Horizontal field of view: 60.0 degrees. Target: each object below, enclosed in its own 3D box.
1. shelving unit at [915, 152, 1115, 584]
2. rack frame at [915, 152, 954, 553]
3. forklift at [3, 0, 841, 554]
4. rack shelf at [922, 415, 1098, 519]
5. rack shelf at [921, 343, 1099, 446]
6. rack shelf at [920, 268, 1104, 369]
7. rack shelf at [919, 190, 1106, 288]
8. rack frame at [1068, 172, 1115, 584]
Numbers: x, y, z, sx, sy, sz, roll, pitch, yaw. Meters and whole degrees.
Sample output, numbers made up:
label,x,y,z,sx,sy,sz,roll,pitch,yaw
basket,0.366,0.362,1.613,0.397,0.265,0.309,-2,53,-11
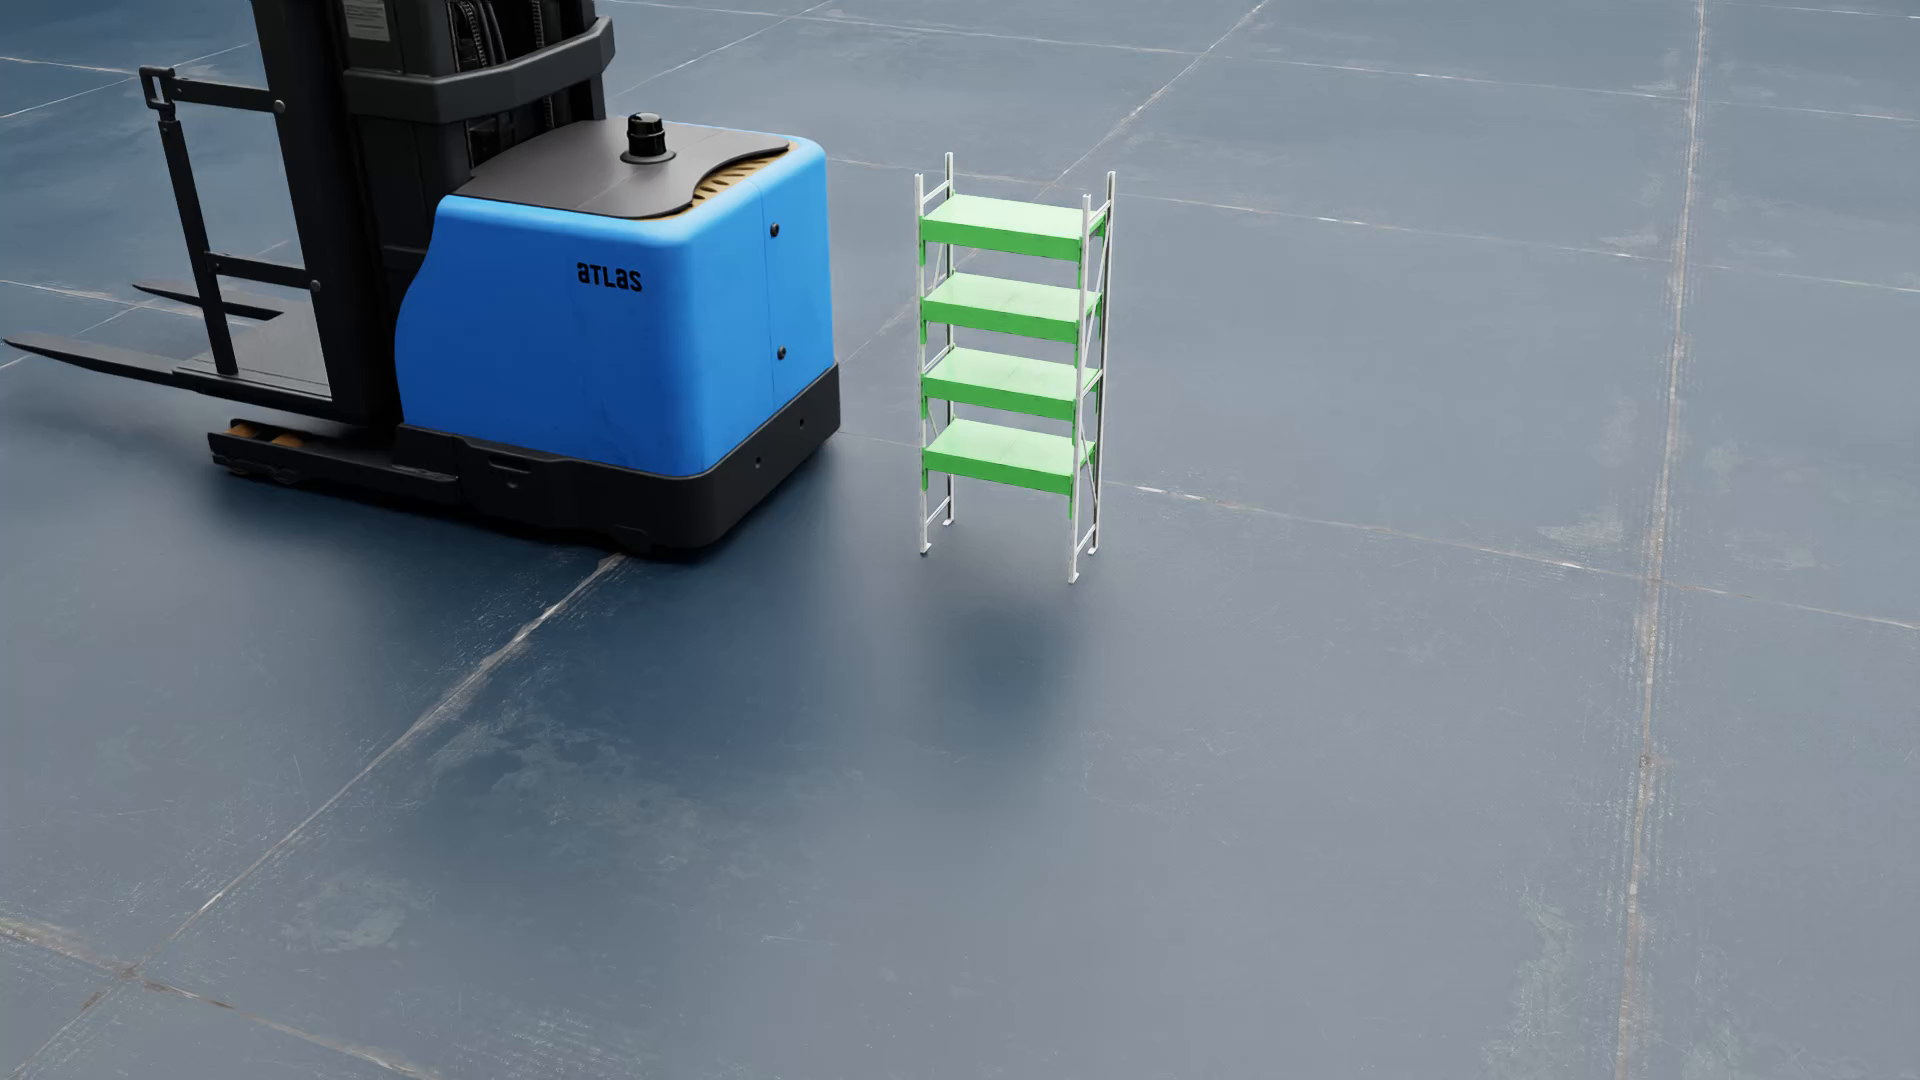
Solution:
label,x,y,z,sx,sy,sz,roll,pitch,yaw
shelving unit,0.153,-0.492,4.901,0.503,1.200,0.258,11,31,19
rack frame,-0.073,-0.537,4.980,0.015,1.200,0.240,11,31,19
forklift,-1.985,-1.689,5.260,3.031,2.935,1.130,11,31,19
rack shelf,0.153,-0.227,5.050,0.480,0.148,0.258,11,31,19
rack shelf,0.153,-0.436,4.932,0.480,0.148,0.258,11,31,19
rack shelf,0.153,-0.645,4.814,0.480,0.148,0.258,11,31,19
rack shelf,0.153,-0.854,4.696,0.480,0.148,0.258,11,31,19
rack frame,0.379,-0.447,4.821,0.015,1.200,0.240,11,31,19
